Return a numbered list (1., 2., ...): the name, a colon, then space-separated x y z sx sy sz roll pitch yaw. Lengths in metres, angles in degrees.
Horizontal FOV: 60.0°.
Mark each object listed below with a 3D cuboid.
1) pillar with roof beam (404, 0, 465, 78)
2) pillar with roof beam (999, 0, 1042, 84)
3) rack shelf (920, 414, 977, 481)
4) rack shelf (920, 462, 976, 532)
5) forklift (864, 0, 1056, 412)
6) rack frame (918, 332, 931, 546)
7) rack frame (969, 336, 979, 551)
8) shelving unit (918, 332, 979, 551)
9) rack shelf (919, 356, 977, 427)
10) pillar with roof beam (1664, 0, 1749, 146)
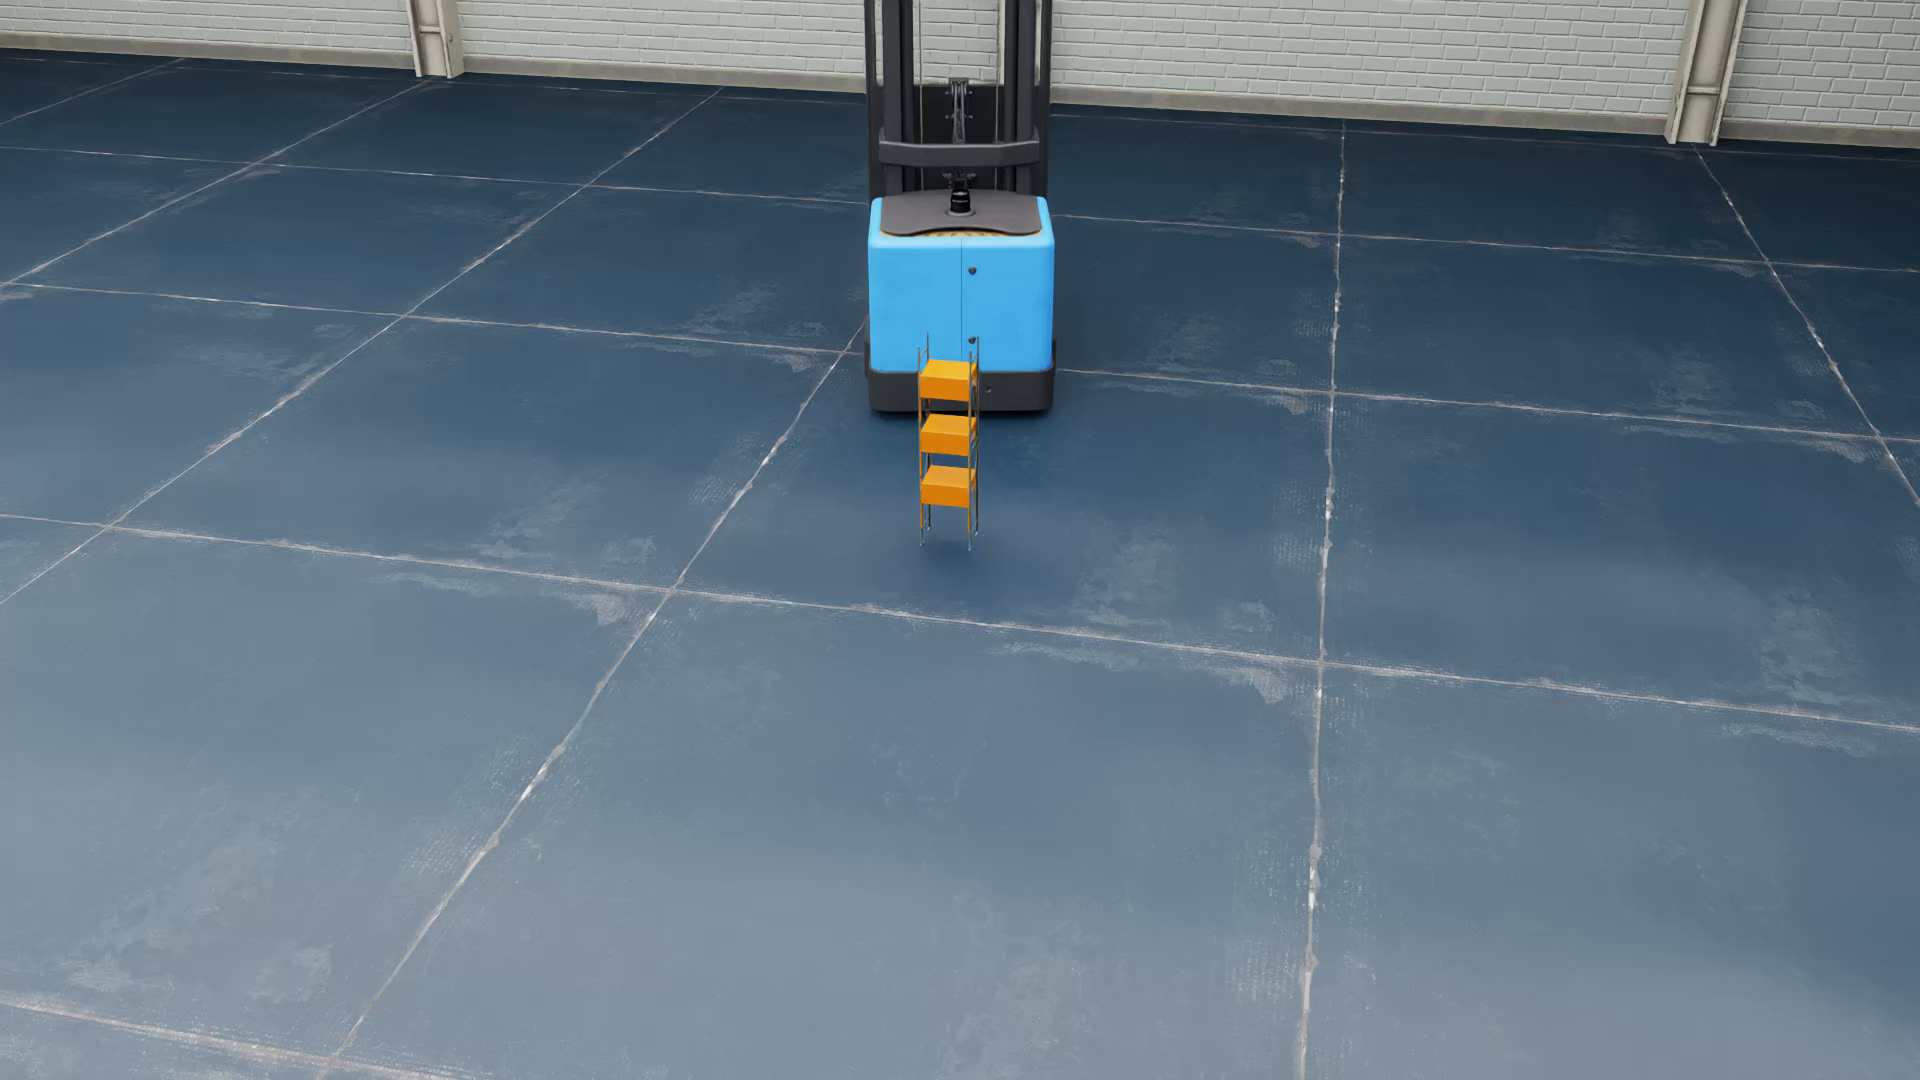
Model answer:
1. pillar with roof beam: -6.176 -6.669 11.060 0.400 9.000 9.100 6 29 11
2. pillar with roof beam: -0.308 -6.067 9.961 0.400 9.000 9.100 6 29 11
3. rack shelf: -0.052 -0.457 8.013 0.240 0.259 0.215 6 29 11
4. rack shelf: -0.052 -0.213 8.146 0.240 0.259 0.215 6 29 11
5. forklift: -0.016 -2.681 10.095 1.130 2.935 3.031 0 29 -1
6. rack frame: -0.172 -0.478 8.030 0.008 1.050 0.200 6 29 11
7. rack frame: 0.067 -0.454 7.985 0.008 1.050 0.200 6 29 11
8. shelving unit: -0.052 -0.466 8.008 0.252 1.050 0.215 6 29 11
9. rack shelf: -0.052 -0.705 7.877 0.240 0.259 0.215 6 29 11
10. pillar with roof beam: 5.559 -5.465 8.862 0.400 9.000 9.100 6 29 11
